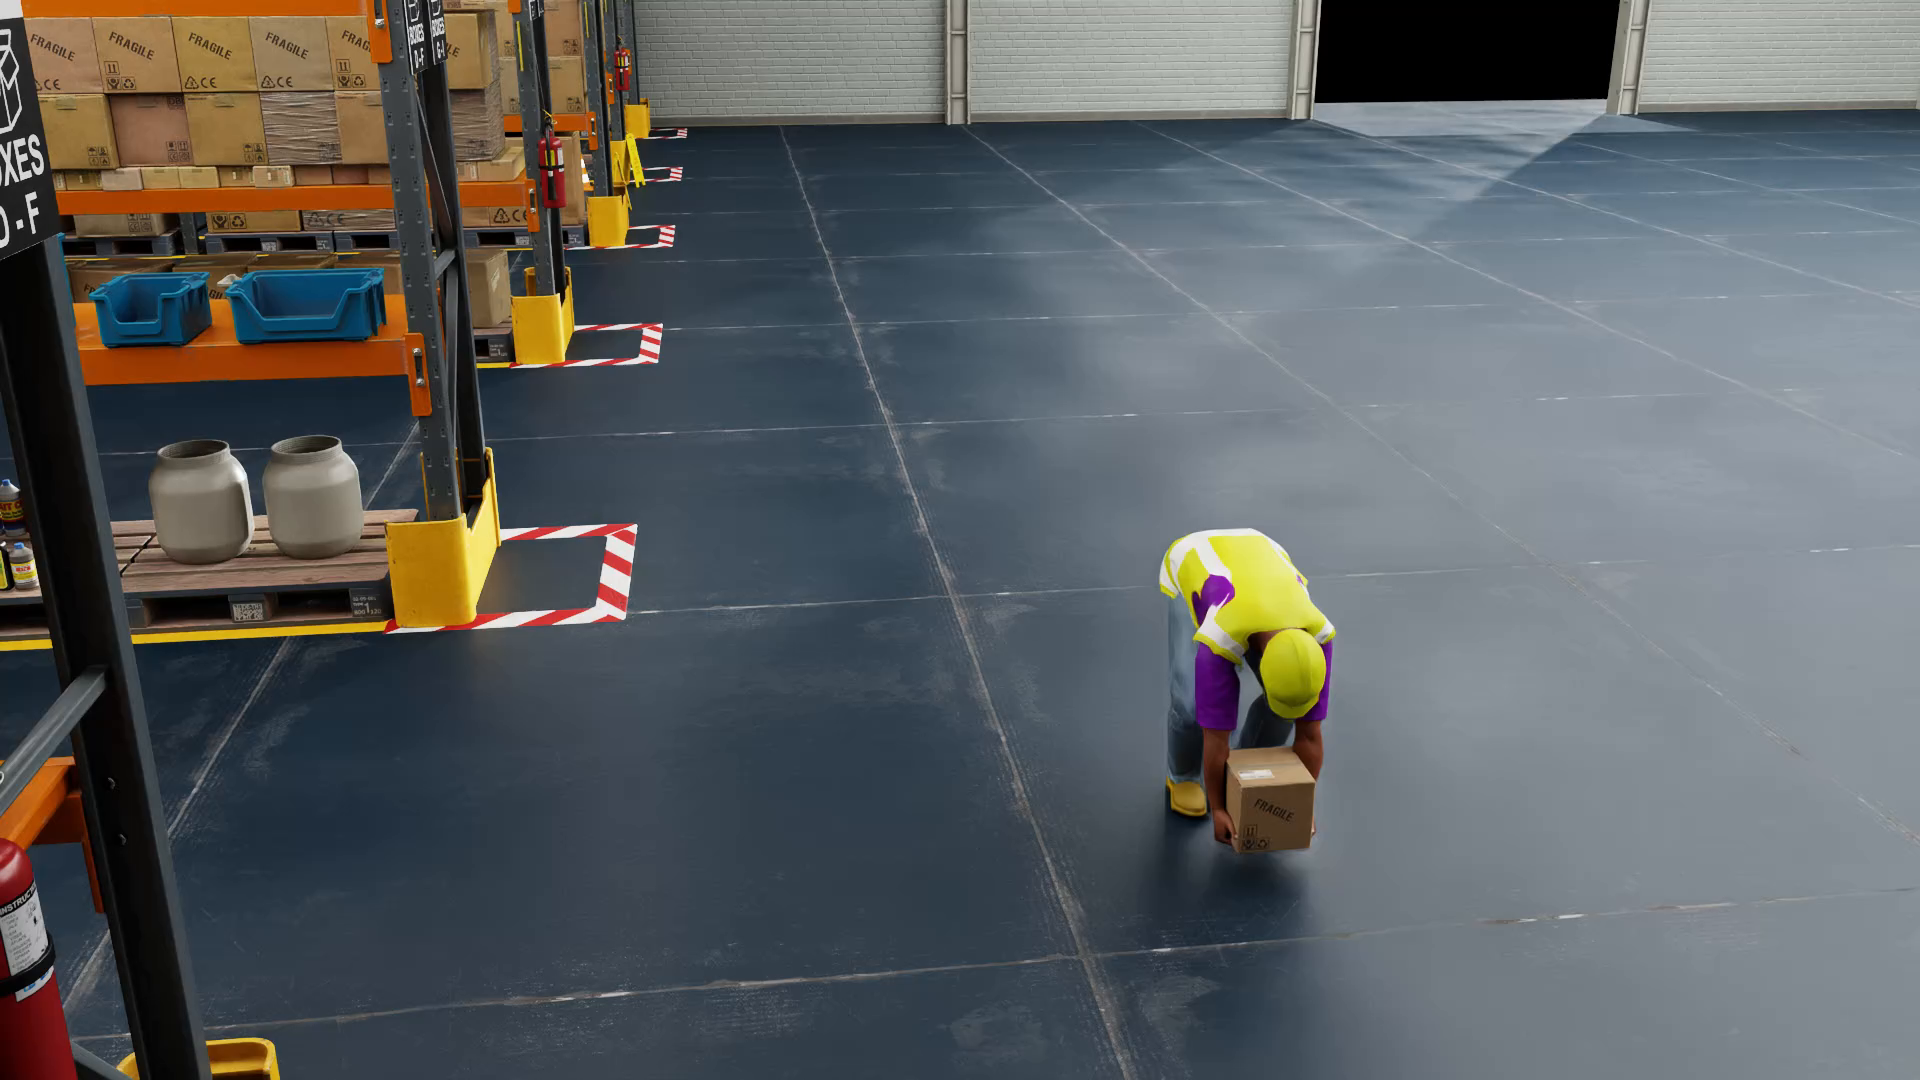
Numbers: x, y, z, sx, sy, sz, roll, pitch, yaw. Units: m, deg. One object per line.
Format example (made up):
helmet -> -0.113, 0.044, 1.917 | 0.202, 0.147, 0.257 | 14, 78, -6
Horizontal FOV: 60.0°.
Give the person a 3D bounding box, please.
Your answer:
person -> 0.988, 0.525, 5.679 | 0.492, 1.018, 0.977 | -4, 20, -10
